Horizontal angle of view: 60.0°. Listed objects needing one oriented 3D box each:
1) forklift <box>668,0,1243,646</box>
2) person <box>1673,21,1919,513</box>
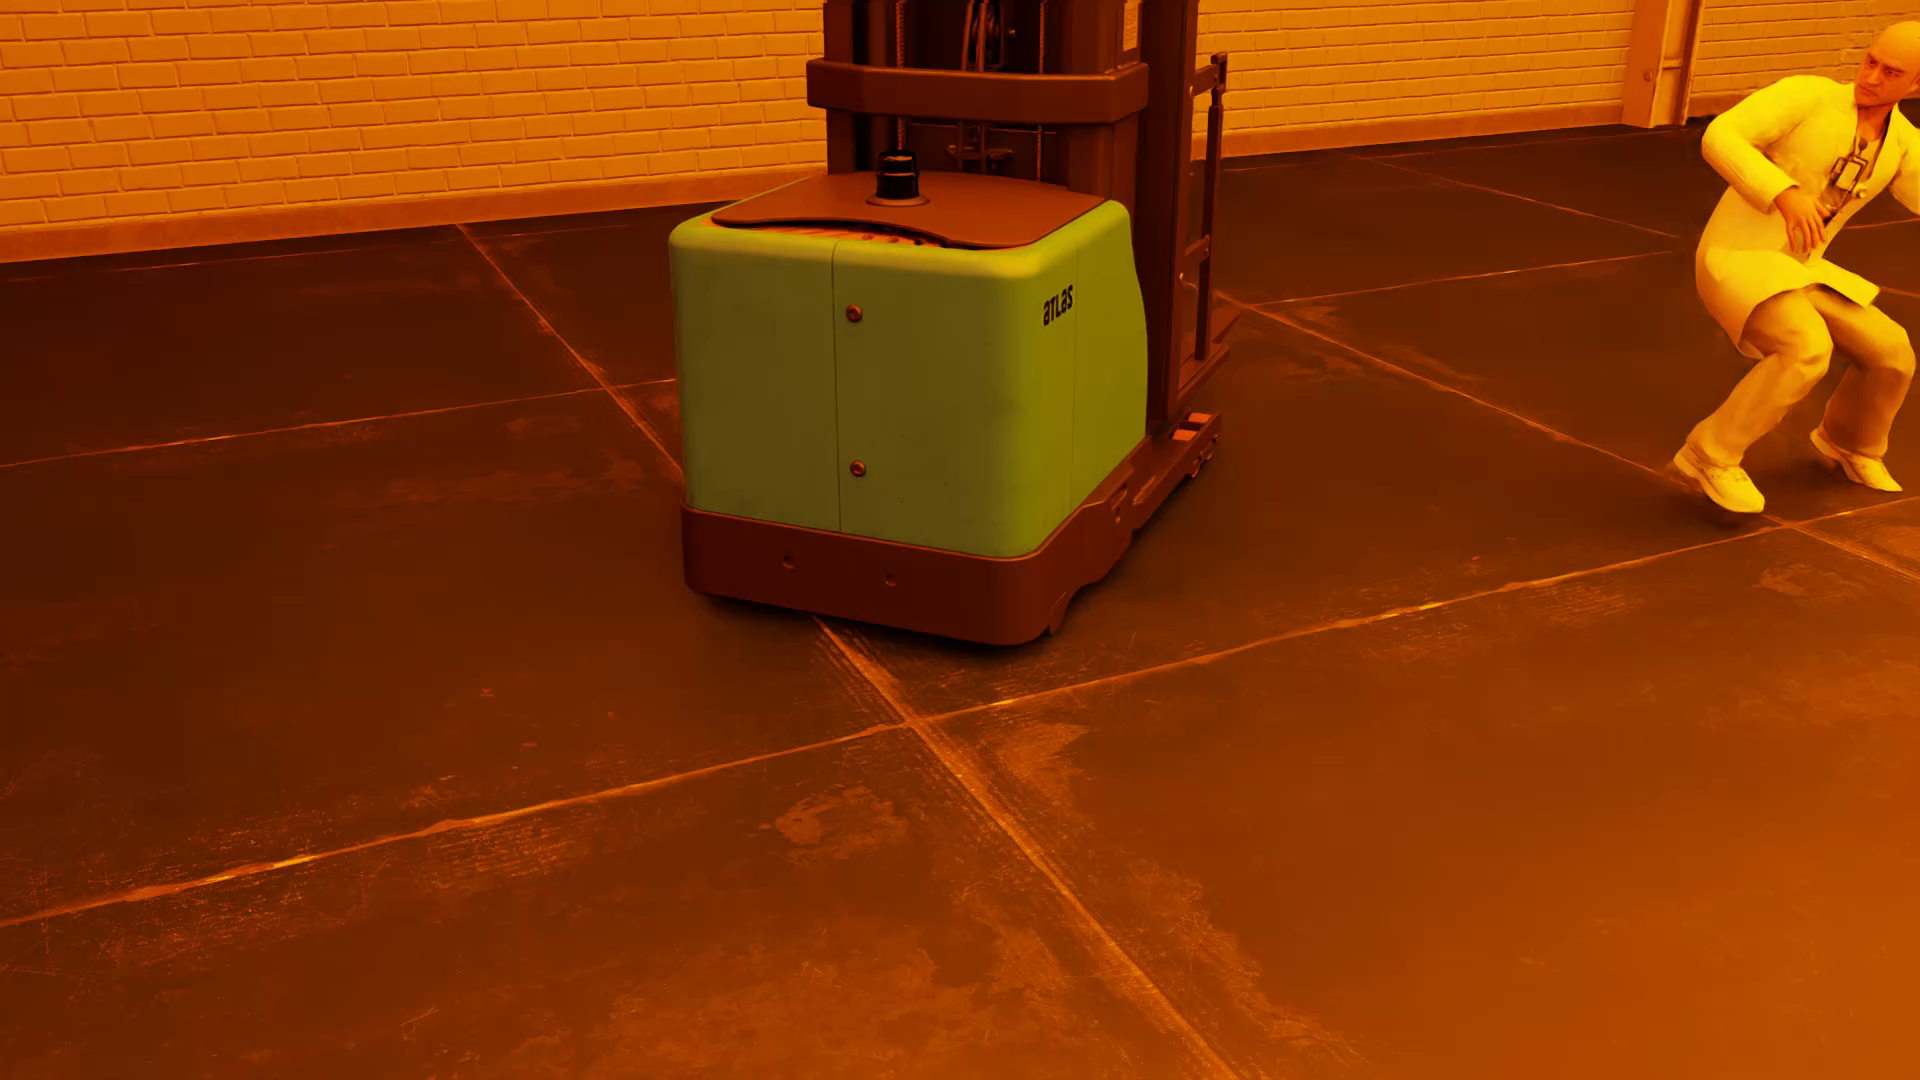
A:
[{"bbox_3d":[0.265,-1.616,5.176,1.130,2.935,3.031,9,24,21],"label":"forklift"},{"bbox_3d":[2.729,-0.788,5.132,0.879,1.542,0.861,-9,24,-20],"label":"person"}]
